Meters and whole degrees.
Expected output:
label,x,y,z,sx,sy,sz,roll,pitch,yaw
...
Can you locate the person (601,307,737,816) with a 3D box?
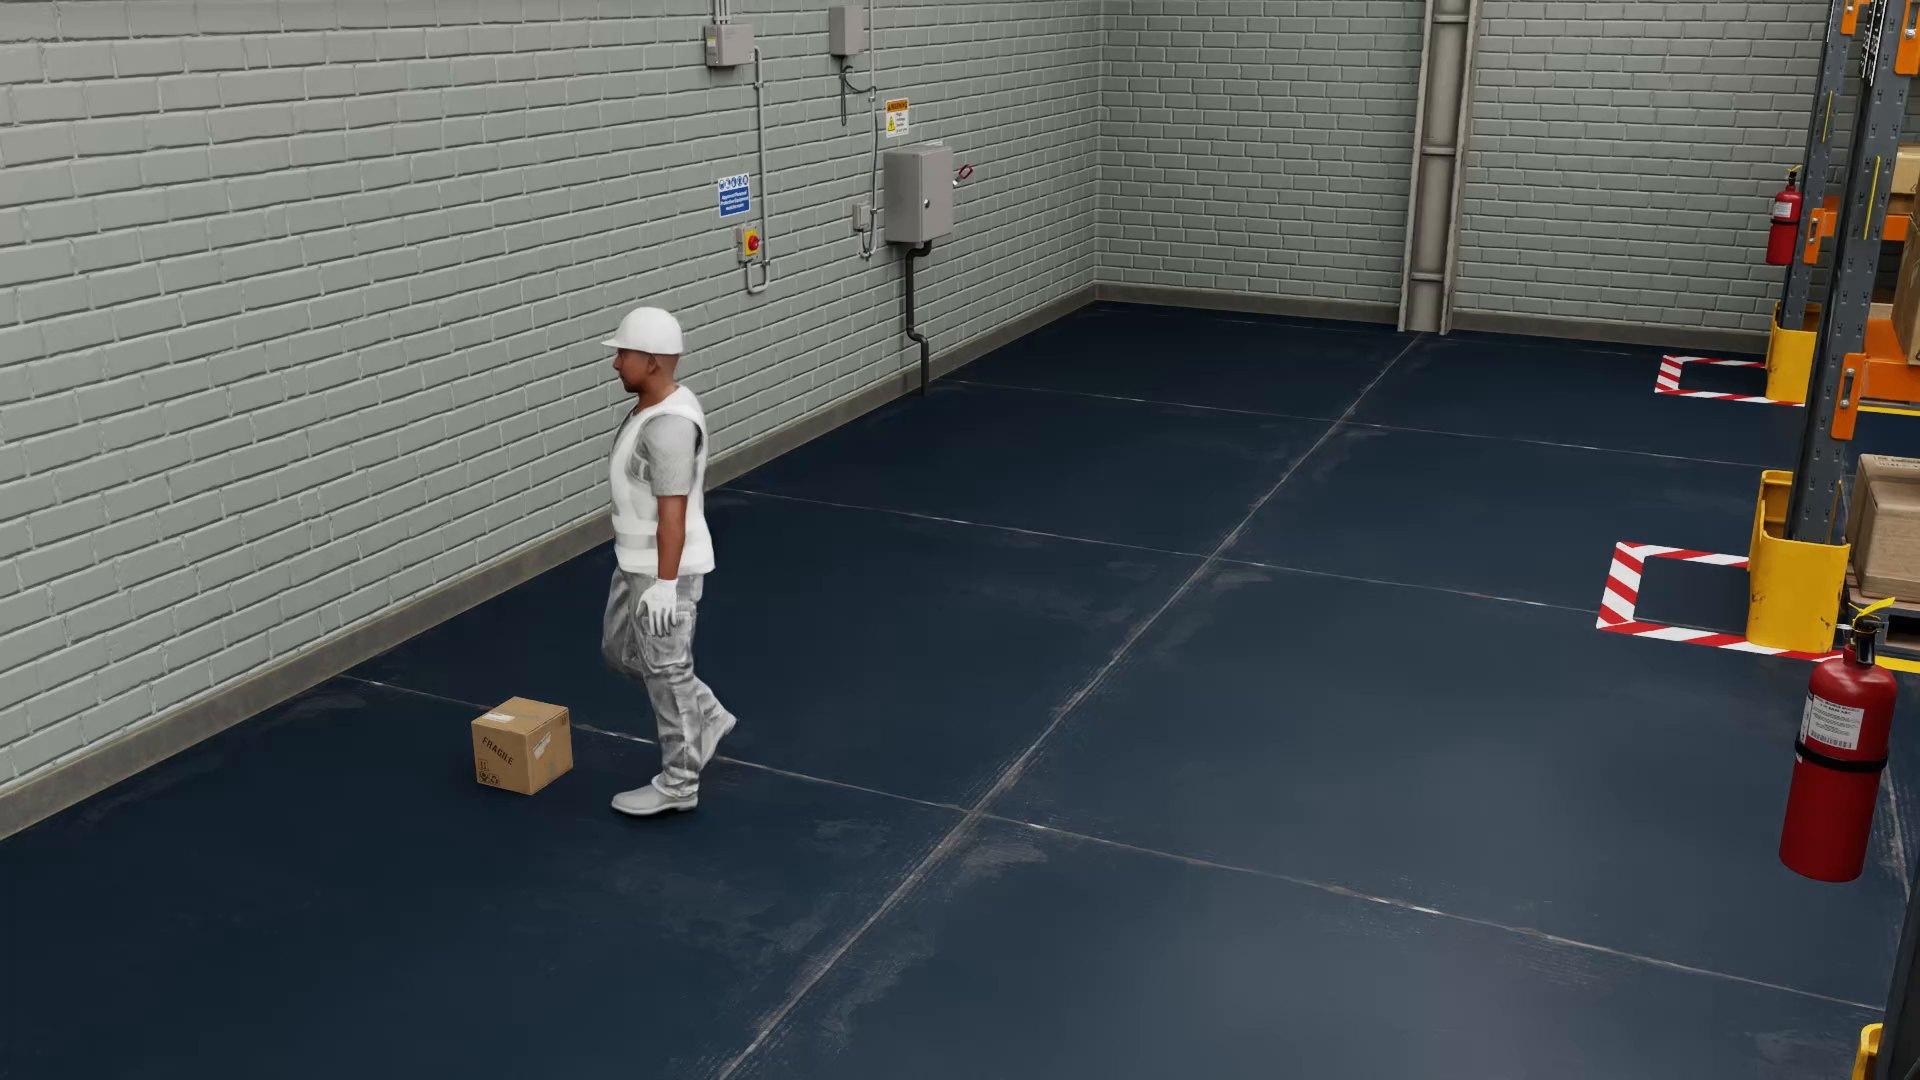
label,x,y,z,sx,sy,sz,roll,pitch,yaw
person,-1.021,0.089,5.743,0.483,1.786,0.577,-5,19,-14
